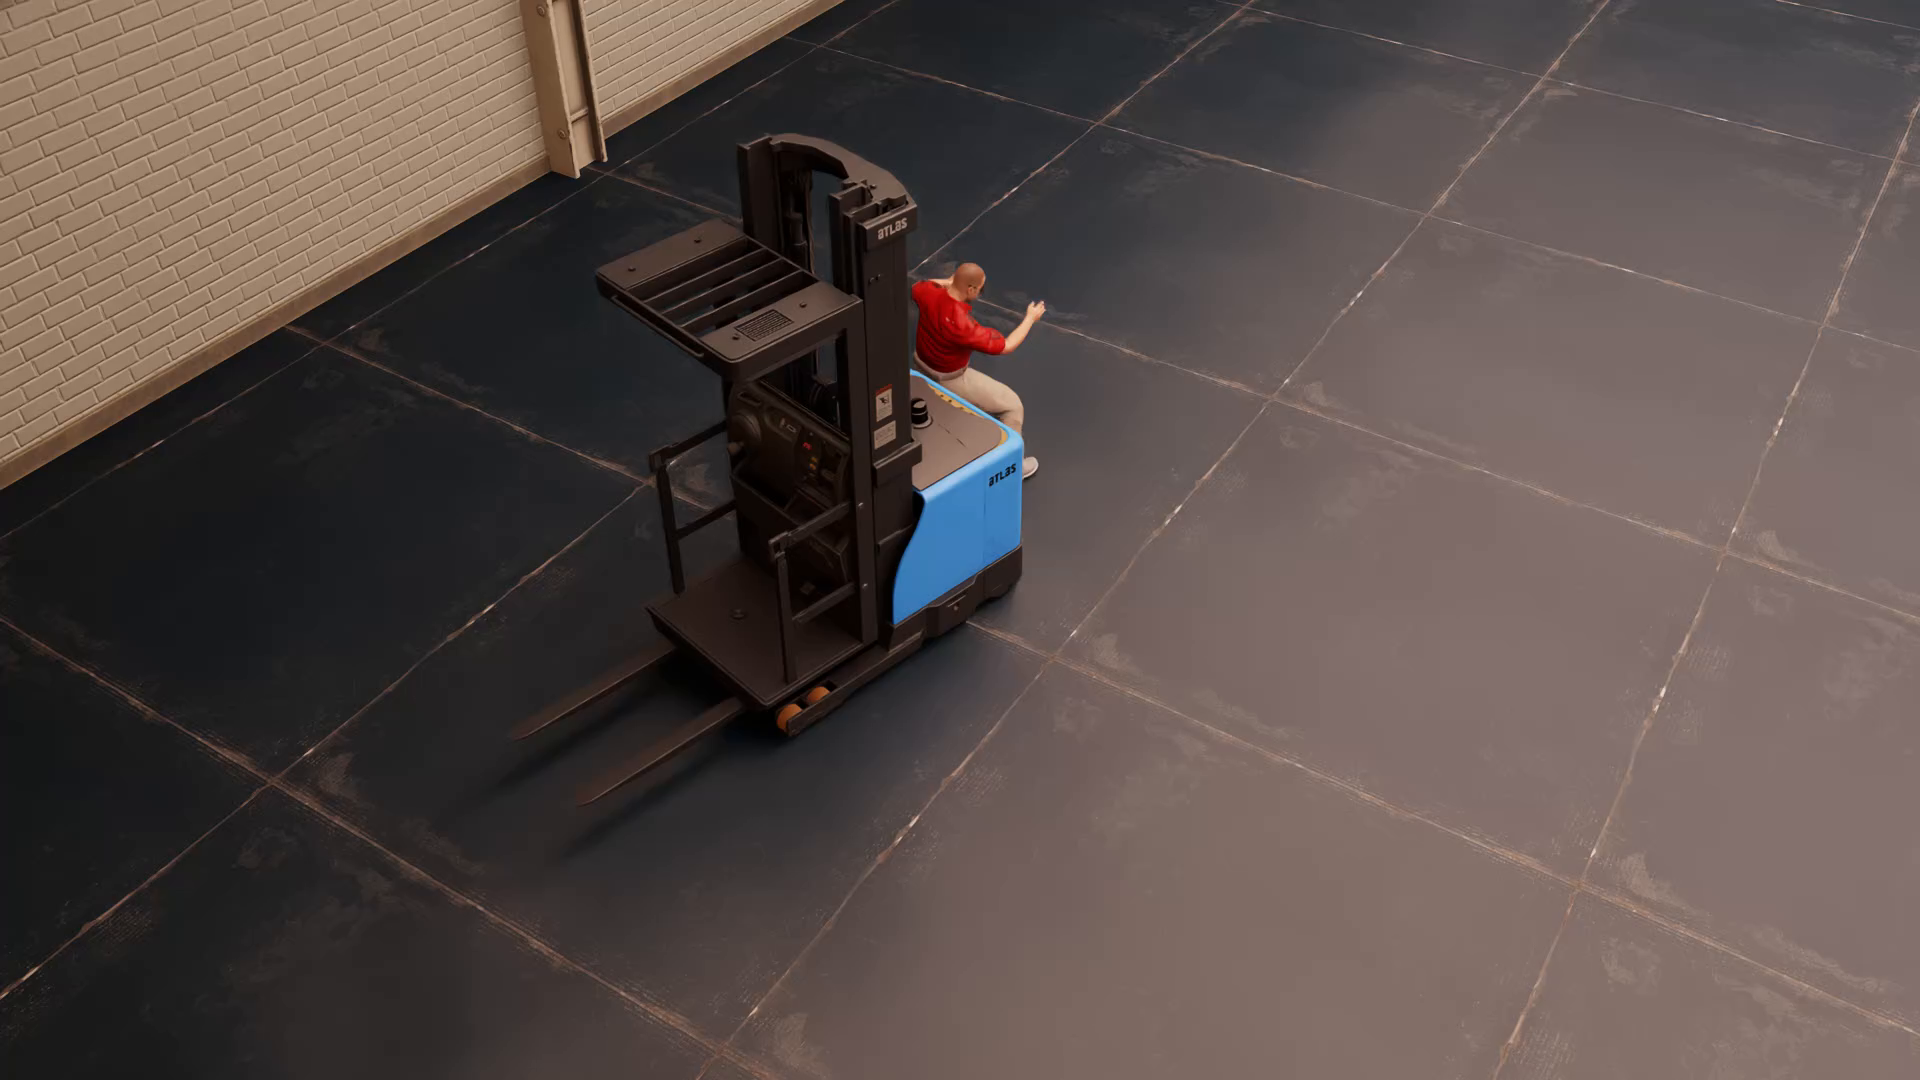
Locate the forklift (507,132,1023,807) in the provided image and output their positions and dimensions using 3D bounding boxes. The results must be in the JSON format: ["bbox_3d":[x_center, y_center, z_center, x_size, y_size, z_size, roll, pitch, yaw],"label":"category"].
[{"bbox_3d":[-1.045,-0.446,8.493,3.031,2.935,1.130,-32,50,-32],"label":"forklift"}]

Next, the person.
[{"bbox_3d":[0.110,-1.170,10.466,0.785,1.474,0.916,-27,47,-28],"label":"person"}]
